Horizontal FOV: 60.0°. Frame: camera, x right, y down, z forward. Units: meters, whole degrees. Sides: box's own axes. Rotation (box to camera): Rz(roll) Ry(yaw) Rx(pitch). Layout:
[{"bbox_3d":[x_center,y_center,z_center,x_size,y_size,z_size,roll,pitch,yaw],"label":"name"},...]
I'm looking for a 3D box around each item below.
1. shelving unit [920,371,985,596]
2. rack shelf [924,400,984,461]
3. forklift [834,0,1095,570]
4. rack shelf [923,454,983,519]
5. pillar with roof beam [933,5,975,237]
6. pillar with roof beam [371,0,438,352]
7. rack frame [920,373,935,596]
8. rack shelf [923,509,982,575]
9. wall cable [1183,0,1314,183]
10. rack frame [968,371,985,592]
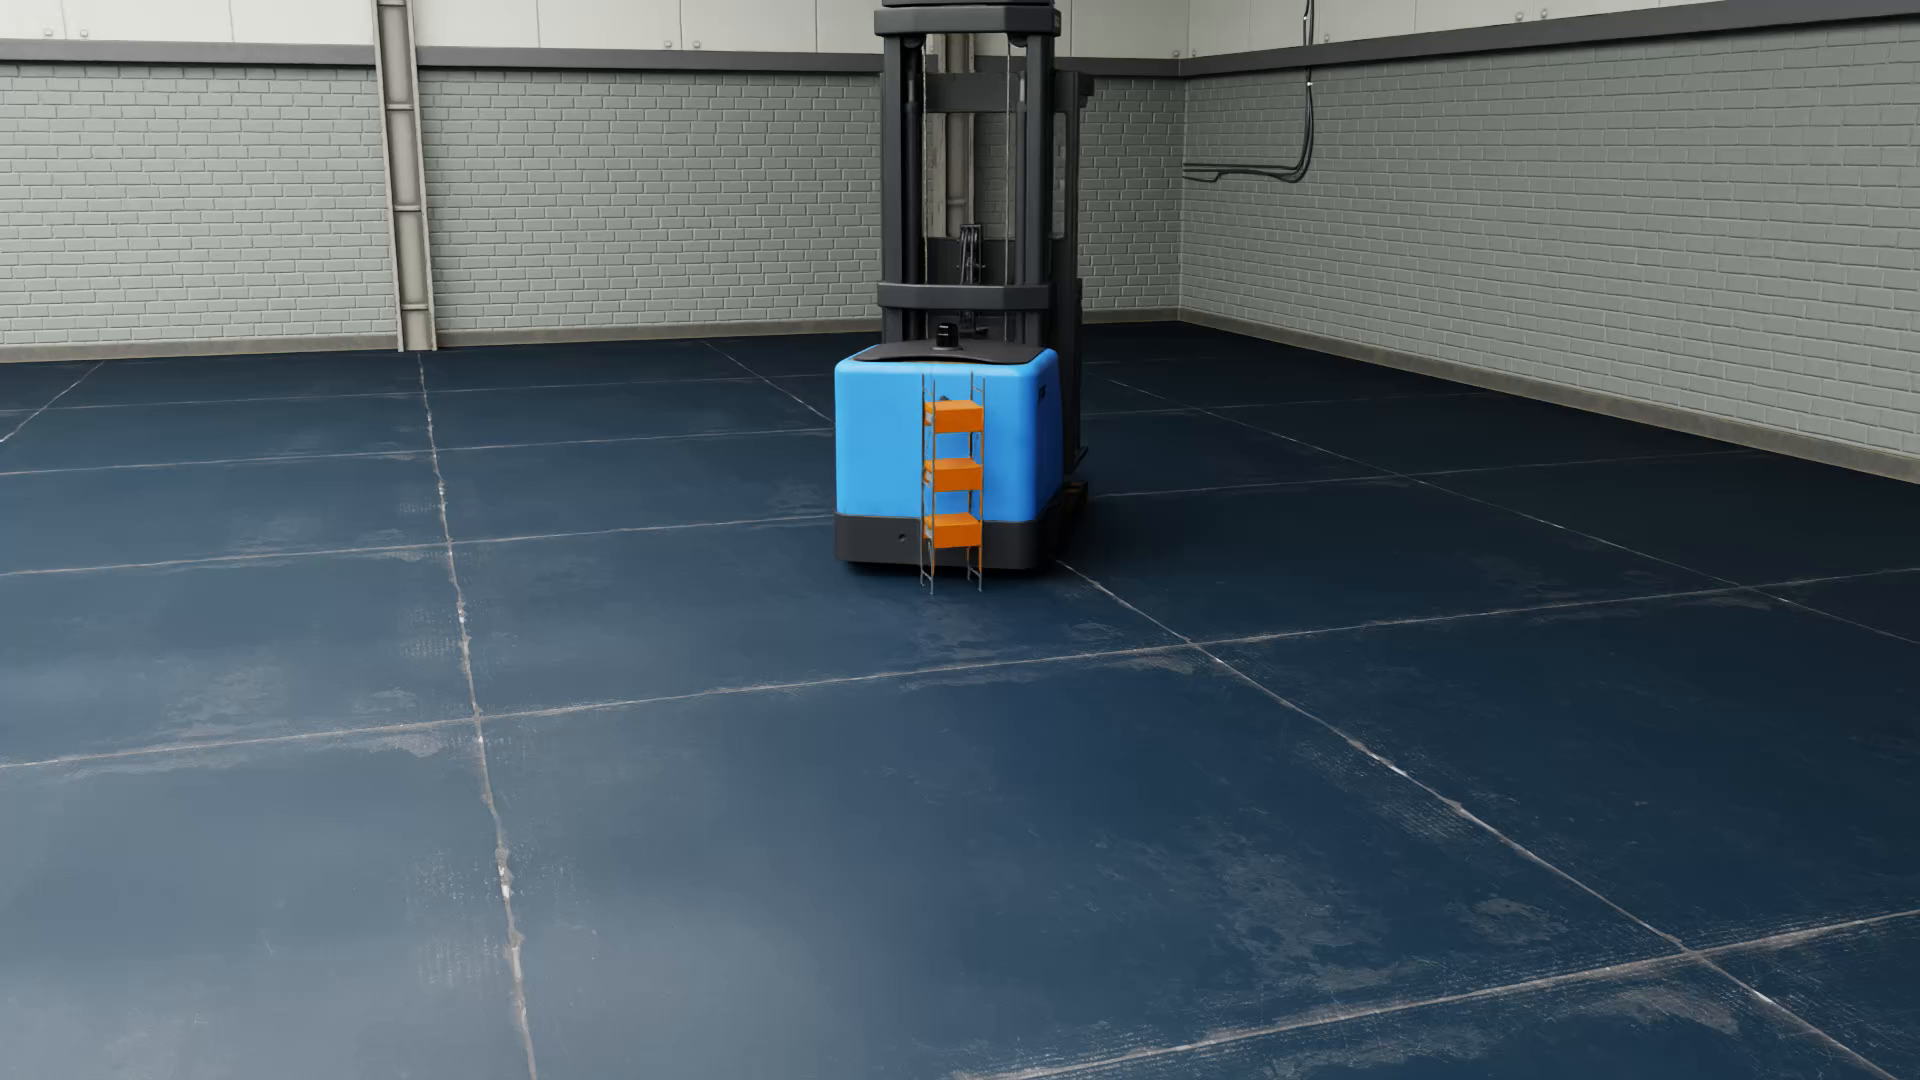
[{"bbox_3d":[-0.039,-0.270,7.988,0.252,1.050,0.215,-4,17,-17],"label":"shelving unit"},{"bbox_3d":[-0.035,-0.533,7.913,0.240,0.259,0.215,-4,17,-17],"label":"rack shelf"},{"bbox_3d":[0.154,-1.572,9.418,1.130,2.935,3.031,3,14,11],"label":"forklift"},{"bbox_3d":[-0.039,-0.260,7.991,0.240,0.259,0.215,-4,17,-17],"label":"rack shelf"},{"bbox_3d":[1.300,-5.903,14.514,0.400,9.000,9.100,-4,14,-18],"label":"pillar with roof beam"},{"bbox_3d":[-4.387,-5.460,12.652,0.400,9.000,9.100,-4,14,-18],"label":"pillar with roof beam"},{"bbox_3d":[-0.155,-0.261,7.953,0.008,1.050,0.200,-4,17,-17],"label":"rack frame"},{"bbox_3d":[-0.042,0.008,8.067,0.240,0.259,0.215,-4,17,-17],"label":"rack shelf"},{"bbox_3d":[3.140,-5.264,18.538,0.112,2.526,3.097,-4,14,-18],"label":"wall cable"},{"bbox_3d":[0.078,-0.278,8.023,0.008,1.050,0.200,-4,17,-17],"label":"rack frame"}]
